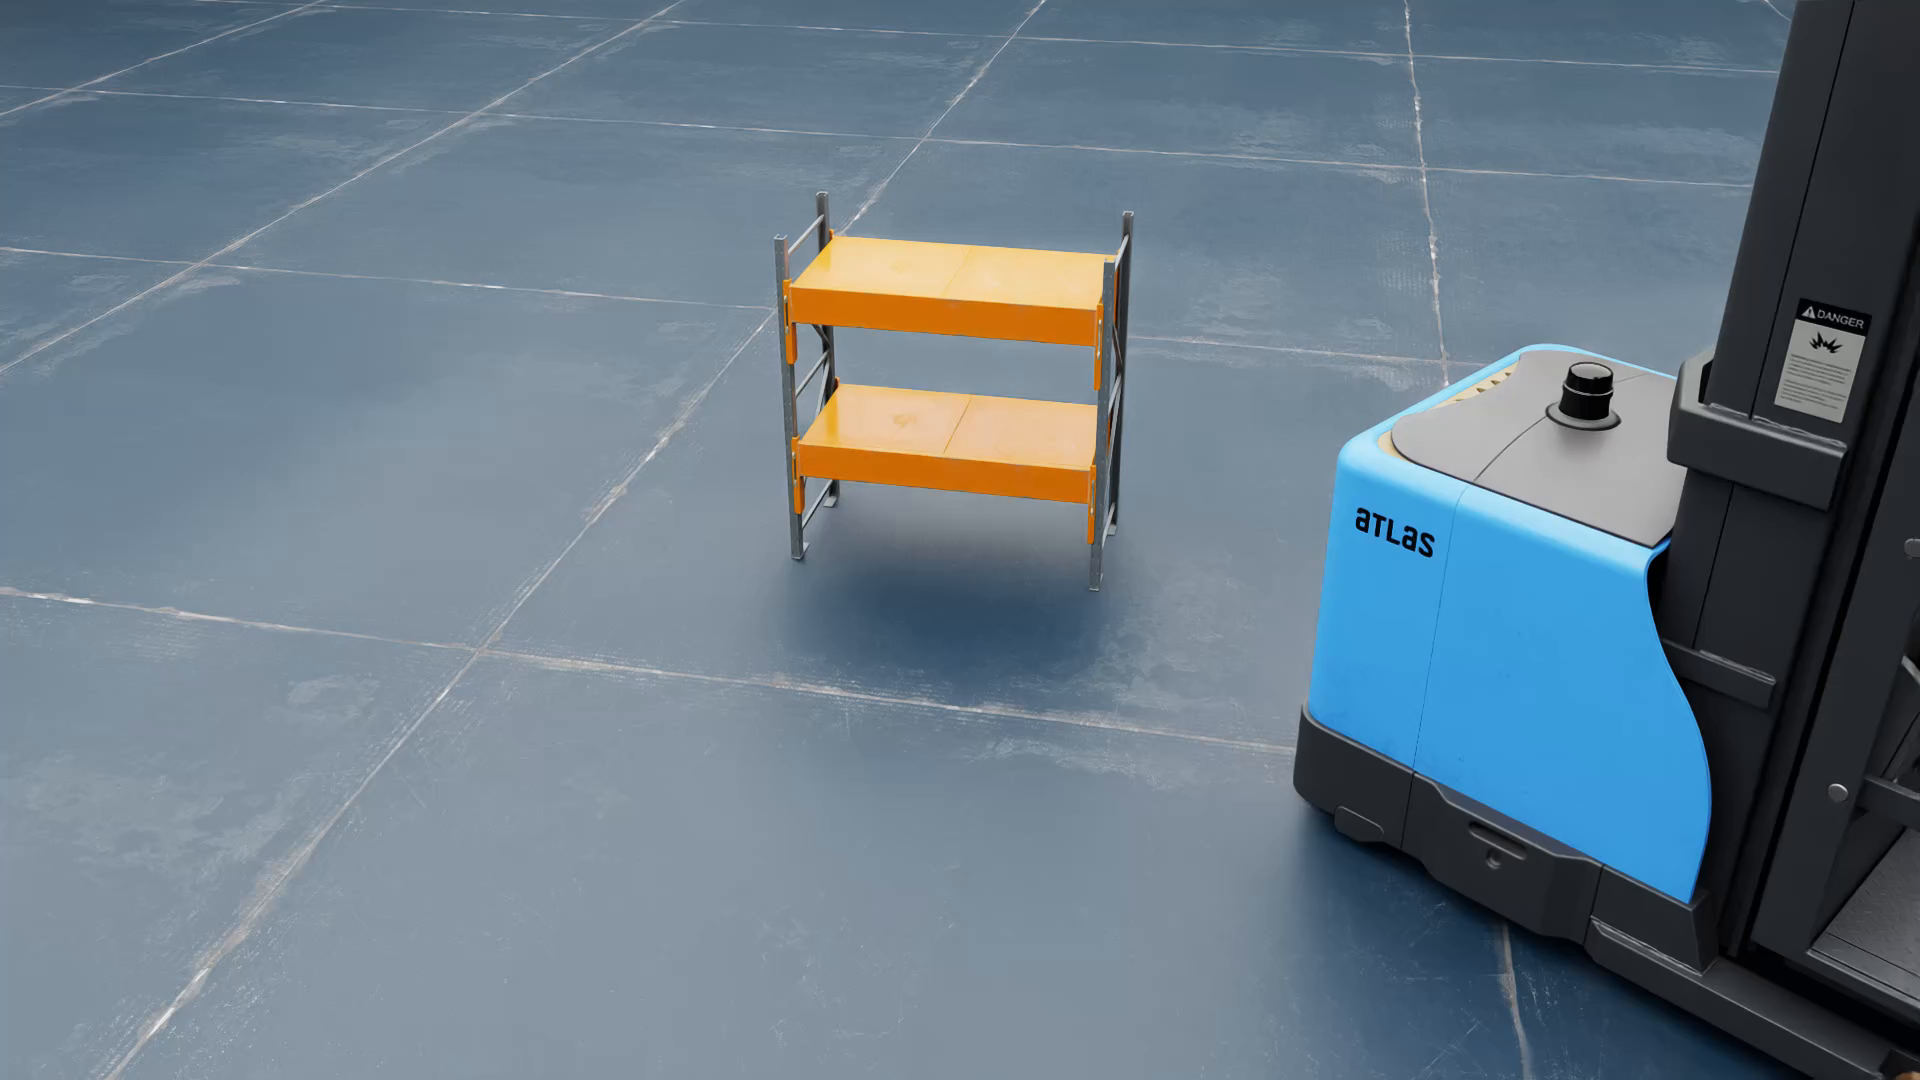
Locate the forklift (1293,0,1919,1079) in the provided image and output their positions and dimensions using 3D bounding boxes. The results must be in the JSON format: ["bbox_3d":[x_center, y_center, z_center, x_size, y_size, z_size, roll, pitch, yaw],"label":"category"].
[{"bbox_3d":[2.277,-0.231,3.120,1.130,2.935,3.031,-25,38,-38],"label":"forklift"}]

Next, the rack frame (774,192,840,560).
[{"bbox_3d":[-0.504,-0.545,5.574,0.032,1.125,0.500,6,29,11],"label":"rack frame"}]

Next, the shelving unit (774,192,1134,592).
[{"bbox_3d":[-0.007,-0.494,5.481,1.048,1.125,0.538,6,29,11],"label":"shelving unit"}]

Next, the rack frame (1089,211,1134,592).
[{"bbox_3d":[0.491,-0.443,5.388,0.032,1.125,0.500,6,29,11],"label":"rack frame"}]

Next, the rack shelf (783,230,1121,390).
[{"bbox_3d":[-0.007,-0.751,5.341,1.000,0.278,0.538,6,29,11],"label":"rack shelf"}]

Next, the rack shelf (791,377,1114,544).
[{"bbox_3d":[-0.007,-0.280,5.599,1.000,0.278,0.538,6,29,11],"label":"rack shelf"}]
